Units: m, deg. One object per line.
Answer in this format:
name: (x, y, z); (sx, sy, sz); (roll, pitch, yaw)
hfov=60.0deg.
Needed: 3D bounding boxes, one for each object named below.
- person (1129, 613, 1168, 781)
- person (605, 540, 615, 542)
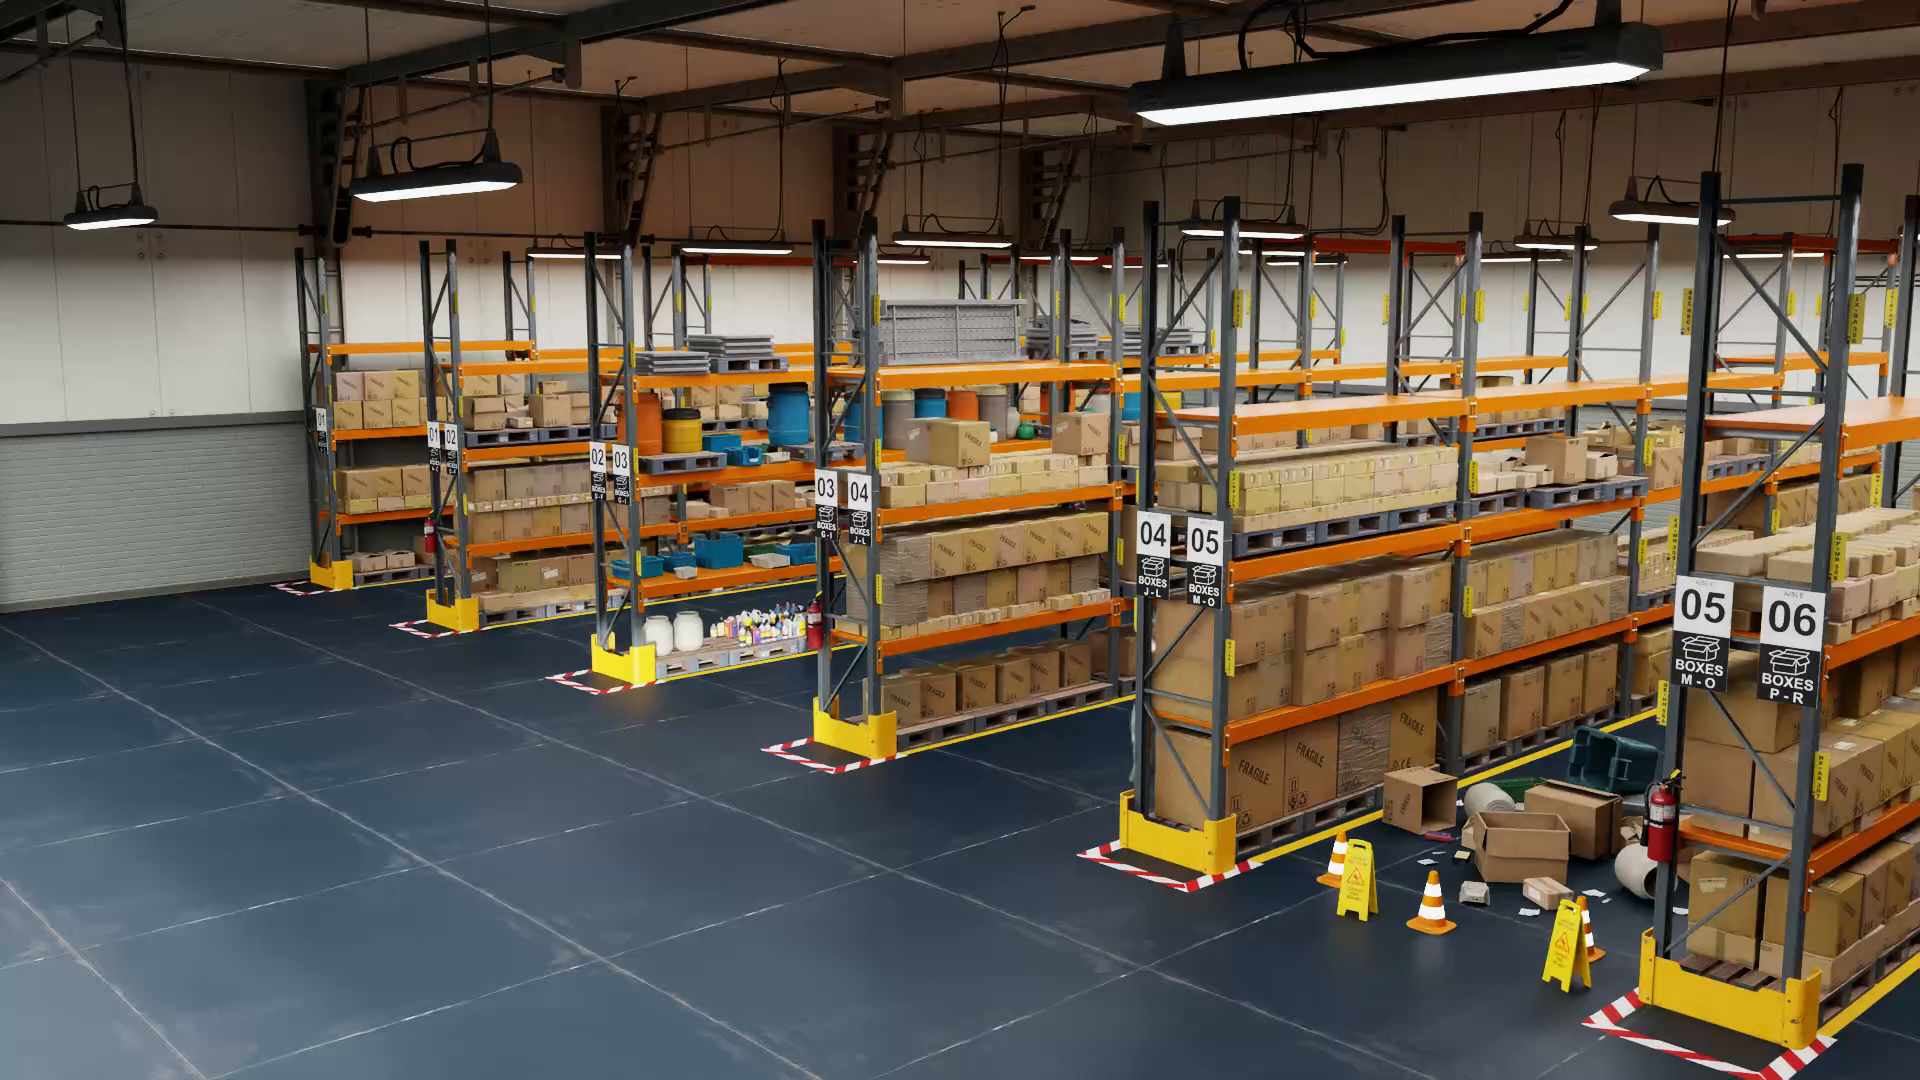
person: (2.127, 1.682, 17.952); (0.642, 1.854, 0.817); (5, 10, 31)
person: (-6.423, -0.097, 30.563); (0.514, 1.631, 0.653); (7, 11, 41)
